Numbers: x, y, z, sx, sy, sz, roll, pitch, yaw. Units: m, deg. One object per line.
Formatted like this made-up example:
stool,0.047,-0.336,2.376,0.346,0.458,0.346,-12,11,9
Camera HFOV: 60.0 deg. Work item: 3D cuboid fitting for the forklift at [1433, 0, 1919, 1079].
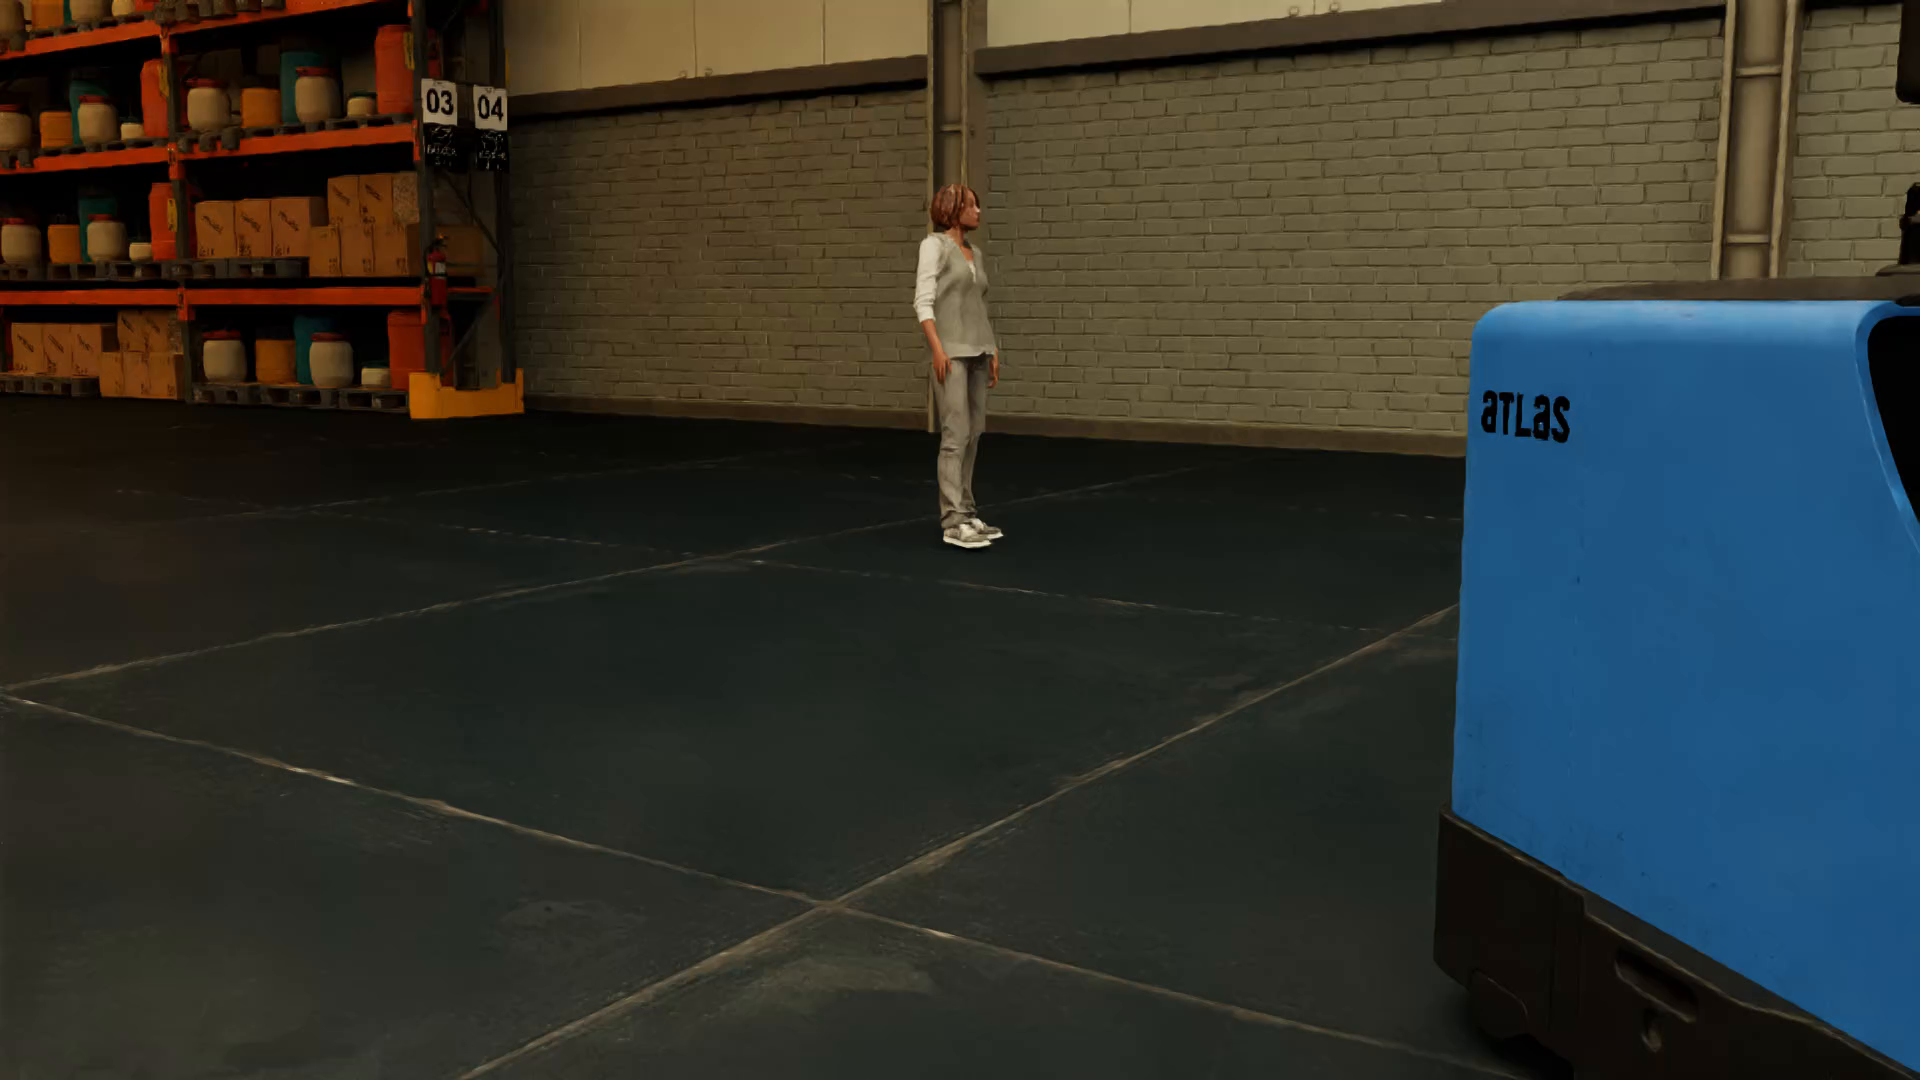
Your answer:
forklift,1.583,-0.554,1.089,1.130,2.935,3.031,-2,8,-14

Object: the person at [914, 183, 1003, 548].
person,0.054,-0.790,7.438,0.474,1.597,0.521,5,10,34
